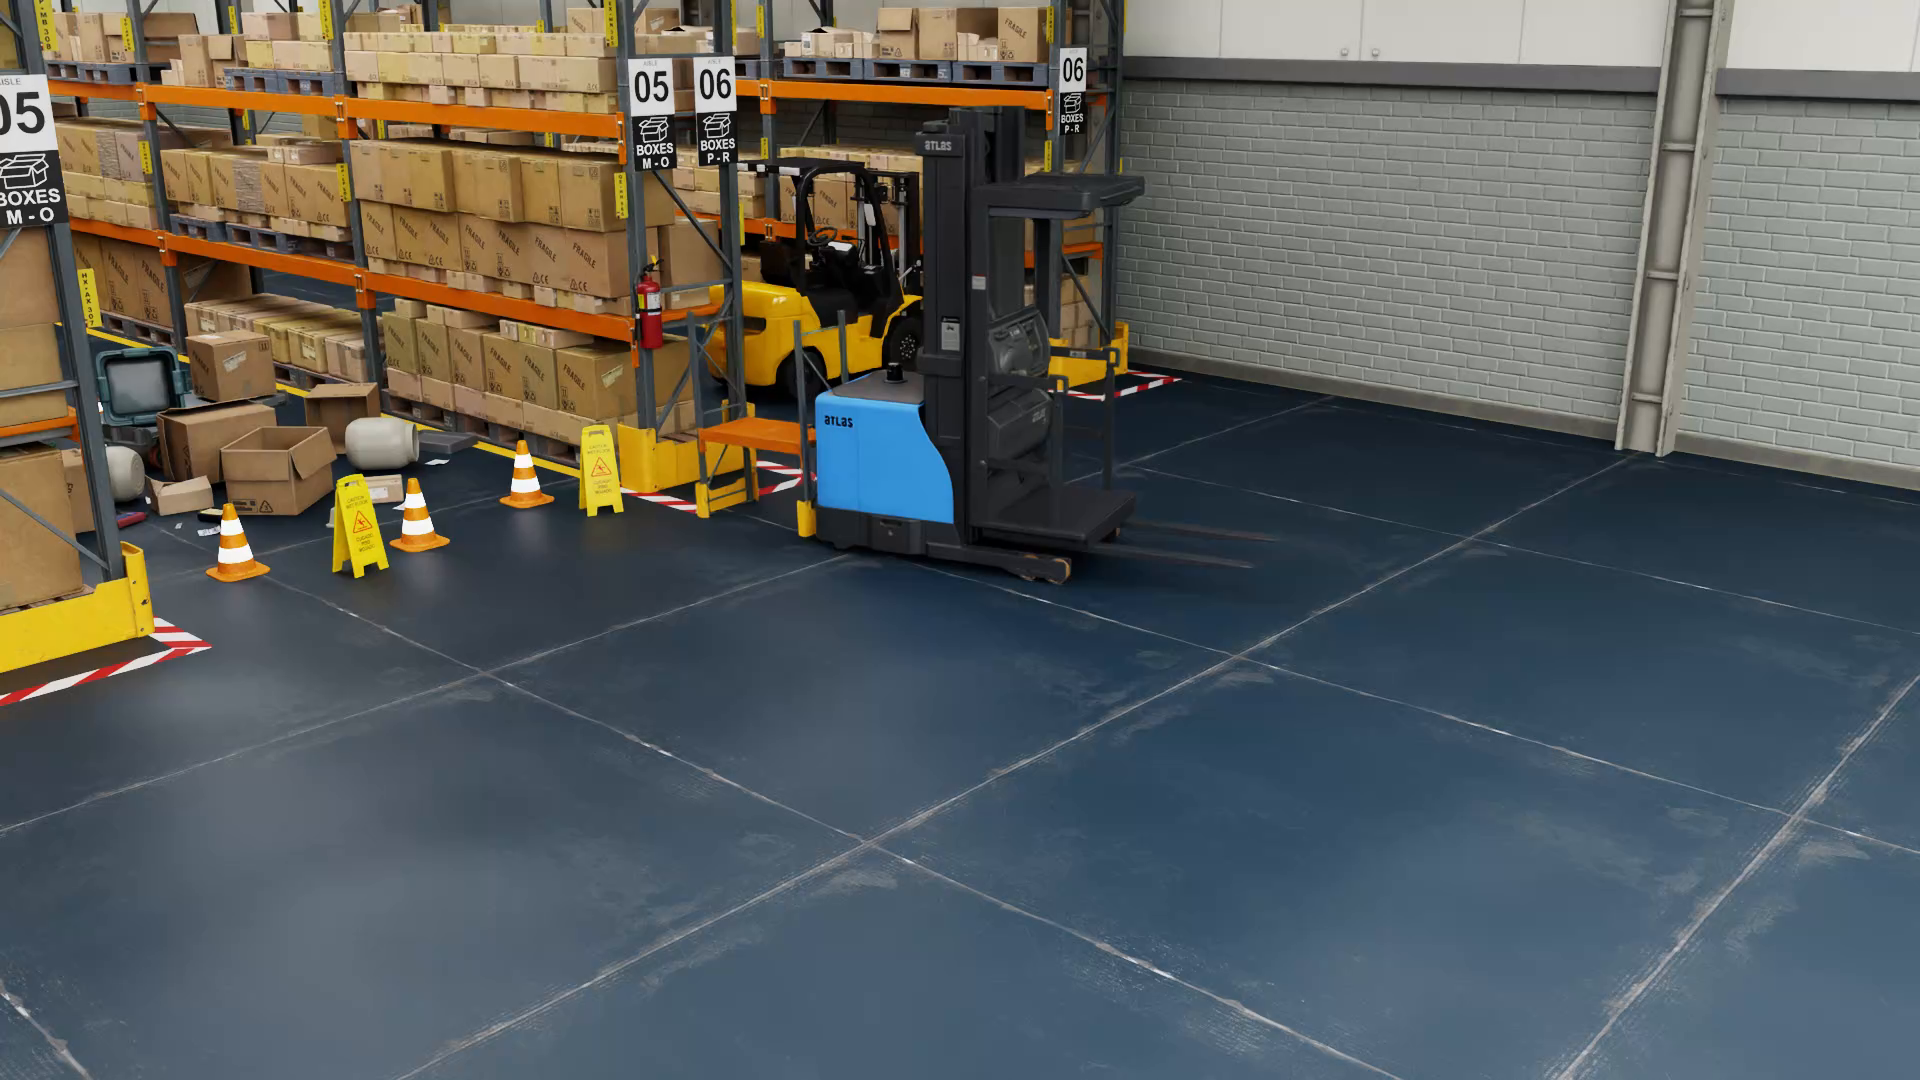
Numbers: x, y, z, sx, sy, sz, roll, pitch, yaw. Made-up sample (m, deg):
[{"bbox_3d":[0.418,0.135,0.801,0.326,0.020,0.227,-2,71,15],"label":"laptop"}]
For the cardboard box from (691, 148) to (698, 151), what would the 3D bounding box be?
[{"bbox_3d":[-3.017,-4.650,20.068,0.250,0.149,0.380,15,23,40],"label":"cardboard box"}]

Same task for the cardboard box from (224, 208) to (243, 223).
[{"bbox_3d":[-7.164,-3.290,16.740,0.380,0.149,0.250,-17,24,-42],"label":"cardboard box"}]

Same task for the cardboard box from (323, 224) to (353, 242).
[{"bbox_3d":[-5.647,-2.855,15.371,0.250,0.149,0.380,15,23,40],"label":"cardboard box"}]

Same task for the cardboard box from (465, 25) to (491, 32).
[{"bbox_3d":[-6.203,-6.613,21.630,0.250,0.149,0.380,15,23,39],"label":"cardboard box"}]

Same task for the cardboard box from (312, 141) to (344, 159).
[{"bbox_3d":[-6.077,-3.802,16.209,0.250,0.149,0.380,17,24,42],"label":"cardboard box"}]

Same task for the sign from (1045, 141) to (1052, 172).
[{"bbox_3d":[0.834,-3.599,15.689,0.005,0.325,0.100,15,23,39],"label":"sign"}]

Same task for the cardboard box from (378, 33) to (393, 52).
[{"bbox_3d":[-4.654,-4.186,13.982,0.250,0.149,0.380,14,22,38],"label":"cardboard box"}]

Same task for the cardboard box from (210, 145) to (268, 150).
[{"bbox_3d":[-7.546,-3.898,17.585,0.500,0.500,0.500,14,22,38],"label":"cardboard box"}]

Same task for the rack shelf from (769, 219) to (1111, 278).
[{"bbox_3d":[-0.291,-3.113,17.652,4.000,0.370,1.077,15,23,39],"label":"rack shelf"}]

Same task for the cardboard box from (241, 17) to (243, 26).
[{"bbox_3d":[-10.597,-7.859,25.389,0.500,0.250,0.500,15,23,39],"label":"cardboard box"}]

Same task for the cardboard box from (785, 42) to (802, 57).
[{"bbox_3d":[-1.653,-5.257,17.814,0.250,0.149,0.380,16,23,40],"label":"cardboard box"}]

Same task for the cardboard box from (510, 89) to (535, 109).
[{"bbox_3d":[-3.287,-3.458,13.005,0.250,0.149,0.380,15,23,39],"label":"cardboard box"}]

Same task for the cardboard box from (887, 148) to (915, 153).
[{"bbox_3d":[-0.571,-4.158,18.025,0.250,0.149,0.380,15,23,38],"label":"cardboard box"}]

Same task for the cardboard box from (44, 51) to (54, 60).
[{"bbox_3d":[-9.928,-5.460,18.426,0.396,0.266,0.258,-16,24,-41],"label":"cardboard box"}]

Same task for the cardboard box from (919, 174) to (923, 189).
[{"bbox_3d":[-0.216,-3.670,16.978,0.250,0.149,0.380,15,23,40],"label":"cardboard box"}]

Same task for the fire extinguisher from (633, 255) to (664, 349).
[{"bbox_3d":[-2.307,-1.767,12.347,0.183,0.674,0.296,15,23,39],"label":"fire extinguisher"}]

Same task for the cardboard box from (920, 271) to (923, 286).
[{"bbox_3d":[-0.116,-2.643,17.179,0.500,0.250,0.500,15,23,40],"label":"cardboard box"}]

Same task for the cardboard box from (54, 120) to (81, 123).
[{"bbox_3d":[-10.525,-4.615,19.377,0.500,0.500,0.500,15,23,39],"label":"cardboard box"}]

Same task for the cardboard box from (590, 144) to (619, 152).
[{"bbox_3d":[-4.326,-4.788,20.502,0.250,0.149,0.380,16,24,41],"label":"cardboard box"}]

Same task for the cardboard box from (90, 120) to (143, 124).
[{"bbox_3d":[-9.803,-4.623,19.402,0.500,0.500,0.500,16,24,41],"label":"cardboard box"}]

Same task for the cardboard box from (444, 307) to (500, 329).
[{"bbox_3d":[-4.174,-1.916,14.228,0.250,0.149,0.380,17,24,42],"label":"cardboard box"}]

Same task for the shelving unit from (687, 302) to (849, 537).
[{"bbox_3d":[-1.346,-0.886,11.859,1.083,1.500,0.587,10,20,36],"label":"shelving unit"}]

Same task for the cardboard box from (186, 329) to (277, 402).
[{"bbox_3d":[-6.238,-1.495,14.243,0.500,0.500,0.500,15,23,39],"label":"cardboard box"}]

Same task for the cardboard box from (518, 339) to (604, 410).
[{"bbox_3d":[-3.252,-1.384,13.624,0.500,0.500,0.500,16,24,41],"label":"cardboard box"}]

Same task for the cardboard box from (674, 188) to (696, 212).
[{"bbox_3d":[-3.068,-4.035,19.613,0.500,0.250,0.500,15,23,40],"label":"cardboard box"}]

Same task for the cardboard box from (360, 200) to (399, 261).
[{"bbox_3d":[-4.935,-2.772,14.730,0.500,0.500,0.500,15,23,39],"label":"cardboard box"}]

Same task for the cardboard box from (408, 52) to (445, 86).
[{"bbox_3d":[-4.173,-3.879,13.672,0.500,0.250,0.500,15,23,40],"label":"cardboard box"}]

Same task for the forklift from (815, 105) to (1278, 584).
[{"bbox_3d":[0.573,-1.294,10.842,3.031,2.935,1.130,8,19,23],"label":"forklift"}]

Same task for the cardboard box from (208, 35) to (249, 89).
[{"bbox_3d":[-6.911,-4.716,16.384,0.637,0.503,0.797,15,23,39],"label":"cardboard box"}]

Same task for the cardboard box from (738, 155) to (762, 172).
[{"bbox_3d":[-2.395,-4.281,18.903,0.250,0.149,0.380,15,23,38],"label":"cardboard box"}]

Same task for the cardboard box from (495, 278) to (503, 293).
[{"bbox_3d":[-3.639,-2.149,13.840,0.250,0.149,0.380,15,23,39],"label":"cardboard box"}]

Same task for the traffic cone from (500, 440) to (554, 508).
[{"bbox_3d":[-3.265,-0.516,12.473,0.334,0.463,0.336,15,23,39],"label":"traffic cone"}]

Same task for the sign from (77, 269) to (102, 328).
[{"bbox_3d":[-4.924,-1.365,9.393,0.005,0.325,0.100,15,23,39],"label":"sign"}]

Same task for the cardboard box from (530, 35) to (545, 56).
[{"bbox_3d":[-3.062,-3.792,12.740,0.250,0.149,0.380,15,23,40],"label":"cardboard box"}]

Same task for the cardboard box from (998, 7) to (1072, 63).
[{"bbox_3d":[0.712,-4.813,15.836,0.500,0.500,0.500,16,24,41],"label":"cardboard box"}]

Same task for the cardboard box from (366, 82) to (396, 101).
[{"bbox_3d":[-4.851,-3.860,14.272,0.250,0.149,0.380,15,23,39],"label":"cardboard box"}]

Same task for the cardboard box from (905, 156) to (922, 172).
[{"bbox_3d":[-0.354,-3.884,17.162,0.250,0.149,0.380,15,23,40],"label":"cardboard box"}]

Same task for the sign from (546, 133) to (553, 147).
[{"bbox_3d":[-5.132,-5.050,20.783,0.005,0.325,0.100,15,23,39],"label":"sign"}]

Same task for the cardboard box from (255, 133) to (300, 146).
[{"bbox_3d":[-10.602,-6.185,25.899,0.500,0.250,0.500,15,23,40],"label":"cardboard box"}]

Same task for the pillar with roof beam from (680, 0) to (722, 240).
[{"bbox_3d":[-6.063,-6.488,17.180,0.400,9.000,9.100,15,23,39],"label":"pillar with roof beam"}]

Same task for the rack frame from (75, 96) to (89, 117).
[{"bbox_3d":[-11.062,-4.340,20.329,0.127,3.000,1.000,15,23,39],"label":"rack frame"}]

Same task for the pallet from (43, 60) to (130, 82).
[{"bbox_3d":[-9.426,-5.218,18.448,1.213,0.211,1.003,16,24,42],"label":"pallet"}]

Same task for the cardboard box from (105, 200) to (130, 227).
[{"bbox_3d":[-9.014,-3.607,18.268,0.500,0.250,0.500,16,23,40],"label":"cardboard box"}]

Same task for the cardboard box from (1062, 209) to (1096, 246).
[{"bbox_3d":[1.019,-3.264,16.774,0.500,0.500,0.500,16,24,41],"label":"cardboard box"}]

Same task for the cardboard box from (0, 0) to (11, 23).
[{"bbox_3d":[-5.335,-2.867,8.967,0.250,0.149,0.380,15,23,40],"label":"cardboard box"}]

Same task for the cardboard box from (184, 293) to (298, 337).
[{"bbox_3d":[-7.655,-2.369,17.767,0.625,0.372,0.950,13,22,36],"label":"cardboard box"}]

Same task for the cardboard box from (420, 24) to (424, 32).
[{"bbox_3d":[-6.990,-6.823,22.256,0.250,0.149,0.380,15,23,40],"label":"cardboard box"}]

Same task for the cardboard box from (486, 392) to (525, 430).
[{"bbox_3d":[-3.647,-1.131,14.069,0.500,0.250,0.500,14,22,37],"label":"cardboard box"}]

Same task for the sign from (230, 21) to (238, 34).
[{"bbox_3d":[-7.709,-5.336,17.652,0.005,0.325,0.100,15,23,39],"label":"sign"}]

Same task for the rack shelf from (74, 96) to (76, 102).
[{"bbox_3d":[-12.558,-5.829,21.249,4.000,0.370,1.077,15,23,39],"label":"rack shelf"}]

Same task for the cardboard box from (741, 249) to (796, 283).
[{"bbox_3d":[-2.185,-3.028,19.426,0.625,0.625,0.875,16,24,42],"label":"cardboard box"}]

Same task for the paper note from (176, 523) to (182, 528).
[{"bbox_3d":[-5.599,-0.102,11.916,0.032,0.001,0.123,-6,18,-18],"label":"paper note"}]

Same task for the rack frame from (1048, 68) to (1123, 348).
[{"bbox_3d":[1.205,-3.055,16.278,0.127,3.000,1.000,15,23,39],"label":"rack frame"}]

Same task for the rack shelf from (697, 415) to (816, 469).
[{"bbox_3d":[-1.333,-0.712,11.904,1.000,0.185,0.538,10,20,36],"label":"rack shelf"}]

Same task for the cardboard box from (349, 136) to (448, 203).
[{"bbox_3d":[-4.894,-3.263,14.623,0.500,0.500,0.700,15,23,39],"label":"cardboard box"}]
